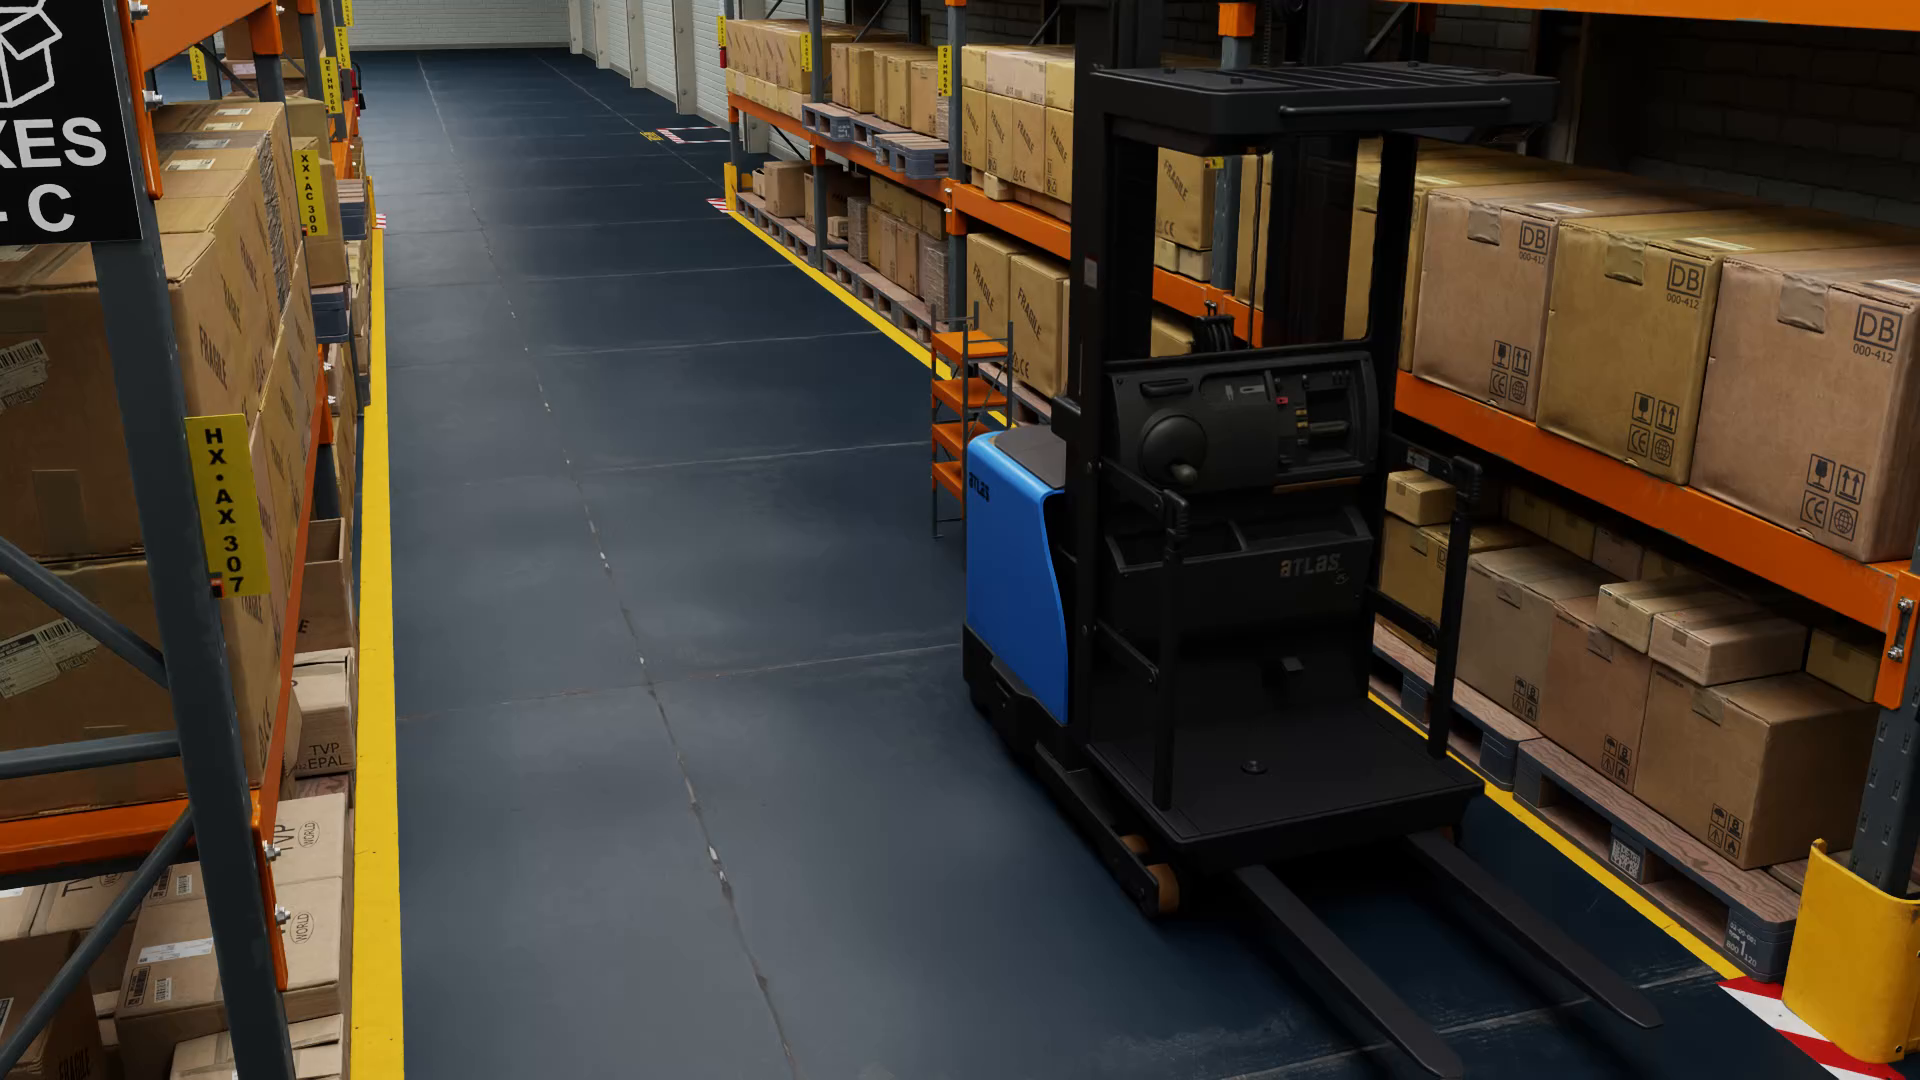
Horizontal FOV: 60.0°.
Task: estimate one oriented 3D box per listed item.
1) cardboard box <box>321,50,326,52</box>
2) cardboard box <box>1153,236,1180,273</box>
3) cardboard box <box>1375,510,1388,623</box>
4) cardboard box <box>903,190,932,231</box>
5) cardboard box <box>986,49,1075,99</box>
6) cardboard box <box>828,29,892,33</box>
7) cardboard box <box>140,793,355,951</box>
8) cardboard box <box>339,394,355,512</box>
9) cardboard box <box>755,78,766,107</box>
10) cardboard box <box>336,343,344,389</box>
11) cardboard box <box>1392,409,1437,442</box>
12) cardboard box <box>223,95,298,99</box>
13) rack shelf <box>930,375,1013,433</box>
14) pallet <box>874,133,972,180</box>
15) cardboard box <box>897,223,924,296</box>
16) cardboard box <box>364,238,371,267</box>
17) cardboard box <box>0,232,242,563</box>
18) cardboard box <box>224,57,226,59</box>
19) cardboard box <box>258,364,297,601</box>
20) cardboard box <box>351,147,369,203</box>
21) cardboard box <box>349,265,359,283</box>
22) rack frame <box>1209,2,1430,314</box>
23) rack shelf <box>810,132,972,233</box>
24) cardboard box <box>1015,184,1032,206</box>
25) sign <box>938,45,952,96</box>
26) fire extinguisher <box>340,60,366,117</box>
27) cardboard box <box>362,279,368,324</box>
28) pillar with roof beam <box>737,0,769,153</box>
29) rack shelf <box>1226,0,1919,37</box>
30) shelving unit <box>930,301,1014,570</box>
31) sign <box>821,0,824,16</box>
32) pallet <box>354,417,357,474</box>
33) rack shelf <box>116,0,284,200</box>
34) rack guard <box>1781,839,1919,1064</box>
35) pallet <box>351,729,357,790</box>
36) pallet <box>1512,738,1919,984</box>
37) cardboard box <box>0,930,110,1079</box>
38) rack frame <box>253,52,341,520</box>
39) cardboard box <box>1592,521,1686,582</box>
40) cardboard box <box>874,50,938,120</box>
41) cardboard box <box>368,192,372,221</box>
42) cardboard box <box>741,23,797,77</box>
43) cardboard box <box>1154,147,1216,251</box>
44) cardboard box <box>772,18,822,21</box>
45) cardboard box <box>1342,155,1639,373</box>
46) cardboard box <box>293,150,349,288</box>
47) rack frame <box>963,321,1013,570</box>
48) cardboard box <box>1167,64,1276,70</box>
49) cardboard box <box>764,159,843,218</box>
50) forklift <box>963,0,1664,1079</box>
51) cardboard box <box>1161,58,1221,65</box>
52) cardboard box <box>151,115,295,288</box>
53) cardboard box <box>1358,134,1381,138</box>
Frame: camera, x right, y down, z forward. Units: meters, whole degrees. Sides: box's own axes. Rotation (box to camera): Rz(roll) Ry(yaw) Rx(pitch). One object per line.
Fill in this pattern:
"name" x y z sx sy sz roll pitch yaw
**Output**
"cardboard box" -5.767 -4.228 14.642 0.380 0.149 0.250 -7 21 -19
"cardboard box" 1.195 -1.449 8.356 0.380 0.149 0.250 -6 21 -16
"cardboard box" 1.964 -0.010 7.083 0.700 0.500 0.500 -7 21 -18
"cardboard box" -0.148 -2.648 13.289 0.500 0.250 0.500 -6 21 -17
"cardboard box" 0.482 -2.889 10.295 0.500 0.250 0.500 -7 21 -18
"cardboard box" -0.952 -4.600 15.868 0.500 0.500 0.500 -7 21 -18
"cardboard box" -1.989 0.972 4.691 0.500 0.250 0.500 -6 21 -17
"cardboard box" -3.279 -0.416 8.186 0.500 0.500 0.500 -6 21 -17
"cardboard box" -1.760 -4.509 16.724 0.500 0.250 0.500 -6 21 -17
"cardboard box" -3.423 -0.920 8.478 0.500 0.250 0.500 -7 21 -18
"cardboard box" 1.952 -0.544 7.612 0.380 0.149 0.250 -7 21 -18
"cardboard box" -4.996 -2.910 11.933 0.500 0.500 0.500 -6 21 -17
"rack shelf" 0.052 -0.659 8.013 0.258 0.148 0.480 -6 21 -17
"pallet" 0.089 -2.812 12.091 1.213 0.211 1.003 -6 21 -17
"cardboard box" -0.096 -2.275 13.360 0.700 0.500 0.500 -7 21 -17
"cardboard box" -5.403 -2.525 14.457 0.500 0.250 0.500 -6 21 -17
"cardboard box" -1.662 -0.278 3.126 0.500 0.500 0.500 -6 21 -16
"cardboard box" -5.909 -3.937 13.833 0.380 0.149 0.250 -7 21 -18
"cardboard box" -1.984 -0.134 4.204 0.500 0.500 0.500 -6 21 -17
"cardboard box" -6.023 -3.521 16.119 0.500 0.500 0.500 -6 21 -17
"cardboard box" -4.346 -1.692 11.306 0.500 0.311 0.500 -7 21 -19
"rack frame" 1.671 -1.401 7.880 1.000 3.000 0.127 -6 21 -17
"rack shelf" -0.215 -2.988 13.362 1.077 0.370 4.000 -6 21 -17
"cardboard box" 0.568 -2.202 10.452 0.380 0.149 0.250 -7 21 -18
"sign" -0.098 -3.132 11.102 0.100 0.325 0.005 -6 21 -17
"fire extinguisher" -6.398 -4.775 17.389 0.296 0.674 0.183 -6 21 -17
"cardboard box" -4.662 -1.752 12.303 0.500 0.250 0.500 -6 21 -16
"pillar with roof beam" -7.032 -9.411 21.305 9.100 9.000 0.400 -6 21 -17
"rack shelf" 2.300 -1.832 5.708 1.077 0.370 4.000 -6 21 -17
"shelving unit" 0.052 -0.512 8.066 0.258 1.200 0.503 -6 21 -17
"sign" -1.567 -5.998 18.498 0.100 0.325 0.005 -6 21 -17
"pallet" -4.089 -0.601 9.778 1.003 0.211 1.213 -6 21 -17
"rack shelf" -2.401 -1.305 4.239 1.077 0.370 4.000 -6 21 -17
"rack guard" 2.936 1.067 4.707 1.175 0.500 0.348 -6 21 -17
"pallet" -2.815 0.659 6.269 1.003 0.211 1.213 -6 21 -17
"pallet" 2.603 0.947 5.469 1.003 0.211 1.213 -6 21 -17
"cardboard box" -2.178 1.231 3.599 0.500 0.500 0.500 -6 21 -17
"rack frame" -3.030 -0.874 6.411 1.000 3.000 0.127 -6 21 -17
"cardboard box" 2.524 0.036 5.995 0.380 0.149 0.250 -6 21 -16
"cardboard box" -0.310 -3.667 13.391 0.700 0.500 0.500 -4 20 -10
"cardboard box" -6.184 -3.328 16.691 0.500 0.250 0.500 -6 21 -17
"cardboard box" -1.933 -5.032 17.073 0.500 0.500 0.500 -7 21 -19
"cardboard box" 1.287 -1.719 8.147 0.500 0.500 0.500 -7 21 -18
"cardboard box" -1.750 -5.415 18.138 0.500 0.500 0.500 -7 21 -18
"cardboard box" 2.051 -1.132 6.686 0.980 0.700 0.700 -7 21 -19
"cardboard box" -2.967 -1.294 6.813 0.700 0.500 0.500 -15 24 -35
"rack frame" 0.129 -0.433 7.848 0.240 1.200 0.015 -6 21 -17
"cardboard box" 1.441 -2.453 9.083 0.500 0.250 0.500 -7 21 -19
"cardboard box" -1.606 -3.627 17.125 0.700 0.500 0.500 -8 21 -21
"forklift" 0.990 -0.366 5.099 1.130 2.935 3.031 -7 21 -19
"cardboard box" 1.281 -2.621 9.550 0.500 0.250 0.500 -7 21 -18
"cardboard box" -2.462 -1.092 5.393 0.500 0.500 0.500 -7 21 -18
"cardboard box" 1.774 -2.126 8.171 0.500 0.250 0.500 -6 21 -16
